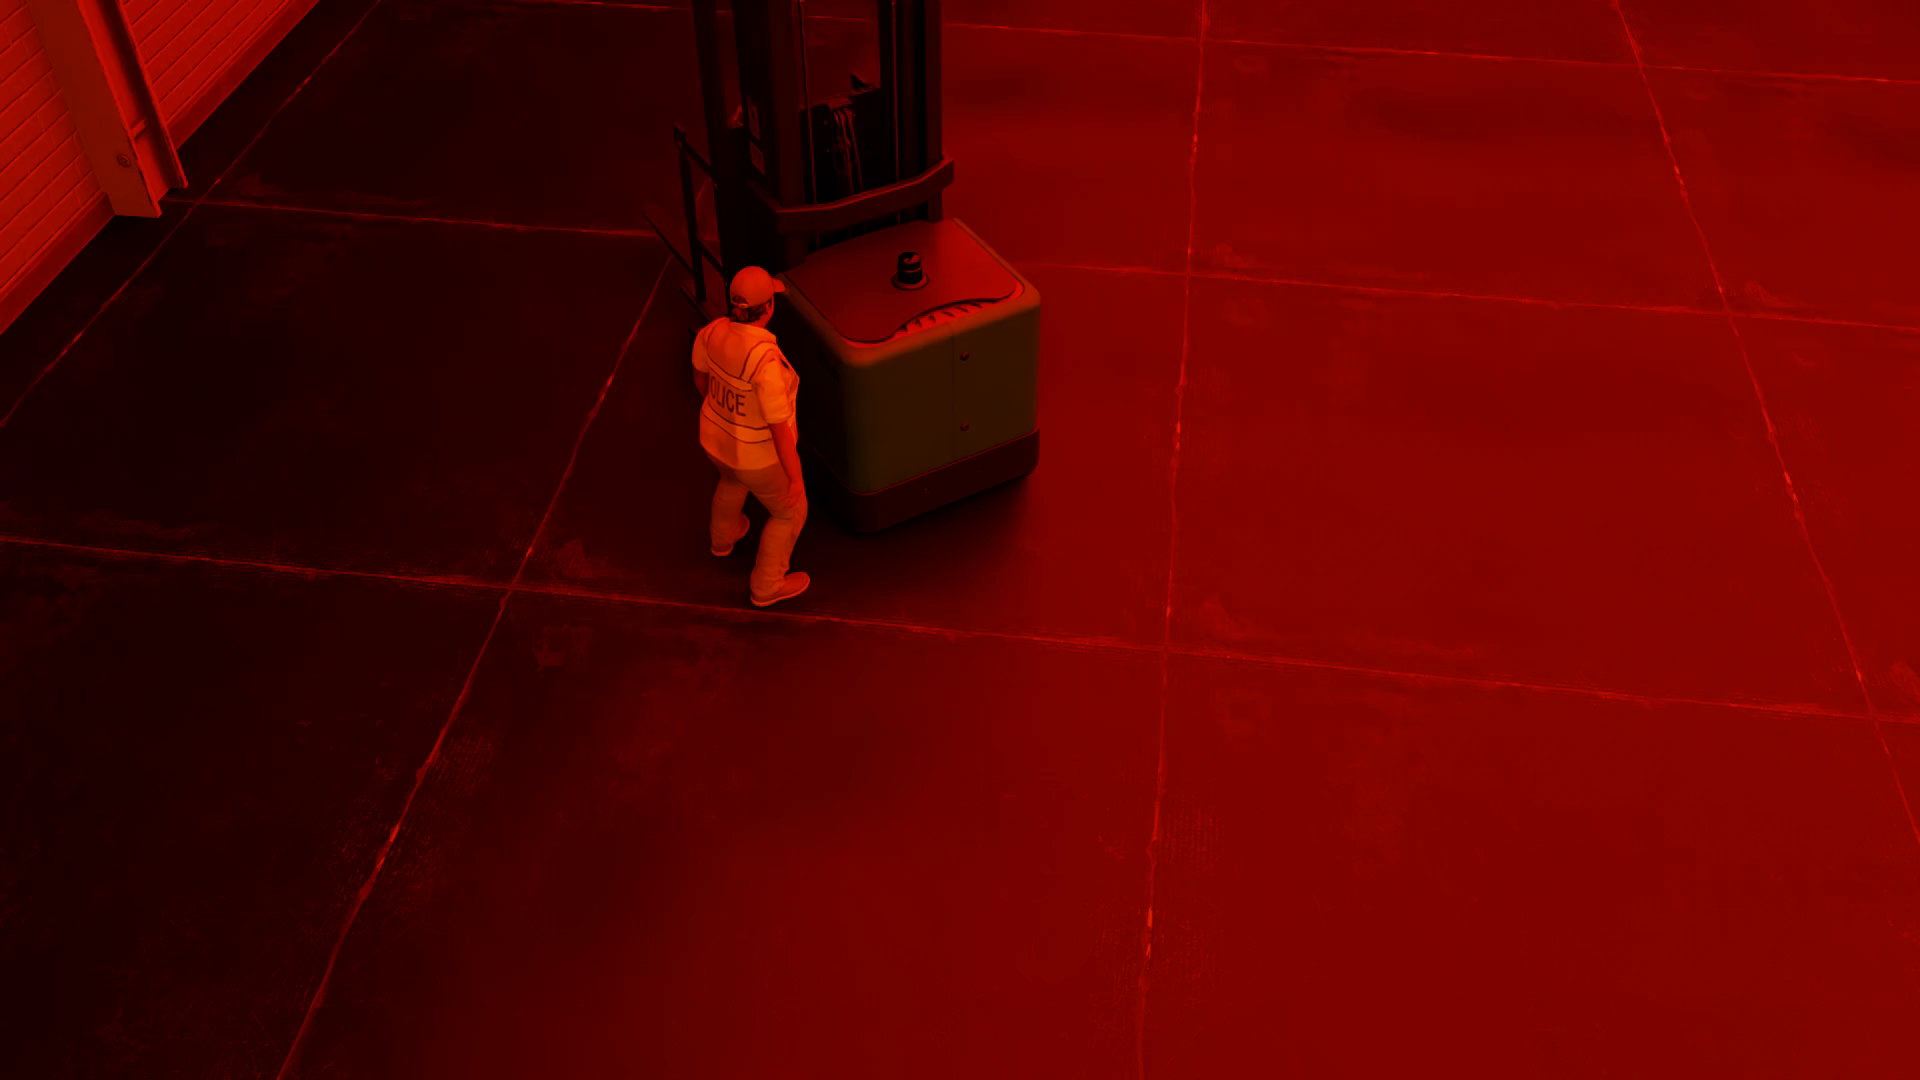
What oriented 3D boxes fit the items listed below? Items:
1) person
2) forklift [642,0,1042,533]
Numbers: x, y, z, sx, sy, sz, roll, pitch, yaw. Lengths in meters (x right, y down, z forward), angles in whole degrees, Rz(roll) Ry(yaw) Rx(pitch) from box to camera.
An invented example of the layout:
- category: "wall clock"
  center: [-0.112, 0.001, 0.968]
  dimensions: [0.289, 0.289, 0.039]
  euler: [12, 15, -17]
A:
- category: "person"
  center: [-0.898, -0.456, 7.182]
  dimensions: [0.778, 1.640, 0.459]
  euler: [34, 52, 31]
- category: "forklift"
  center: [-0.796, -2.094, 8.003]
  dimensions: [1.130, 2.935, 3.031]
  euler: [-22, 47, -22]
